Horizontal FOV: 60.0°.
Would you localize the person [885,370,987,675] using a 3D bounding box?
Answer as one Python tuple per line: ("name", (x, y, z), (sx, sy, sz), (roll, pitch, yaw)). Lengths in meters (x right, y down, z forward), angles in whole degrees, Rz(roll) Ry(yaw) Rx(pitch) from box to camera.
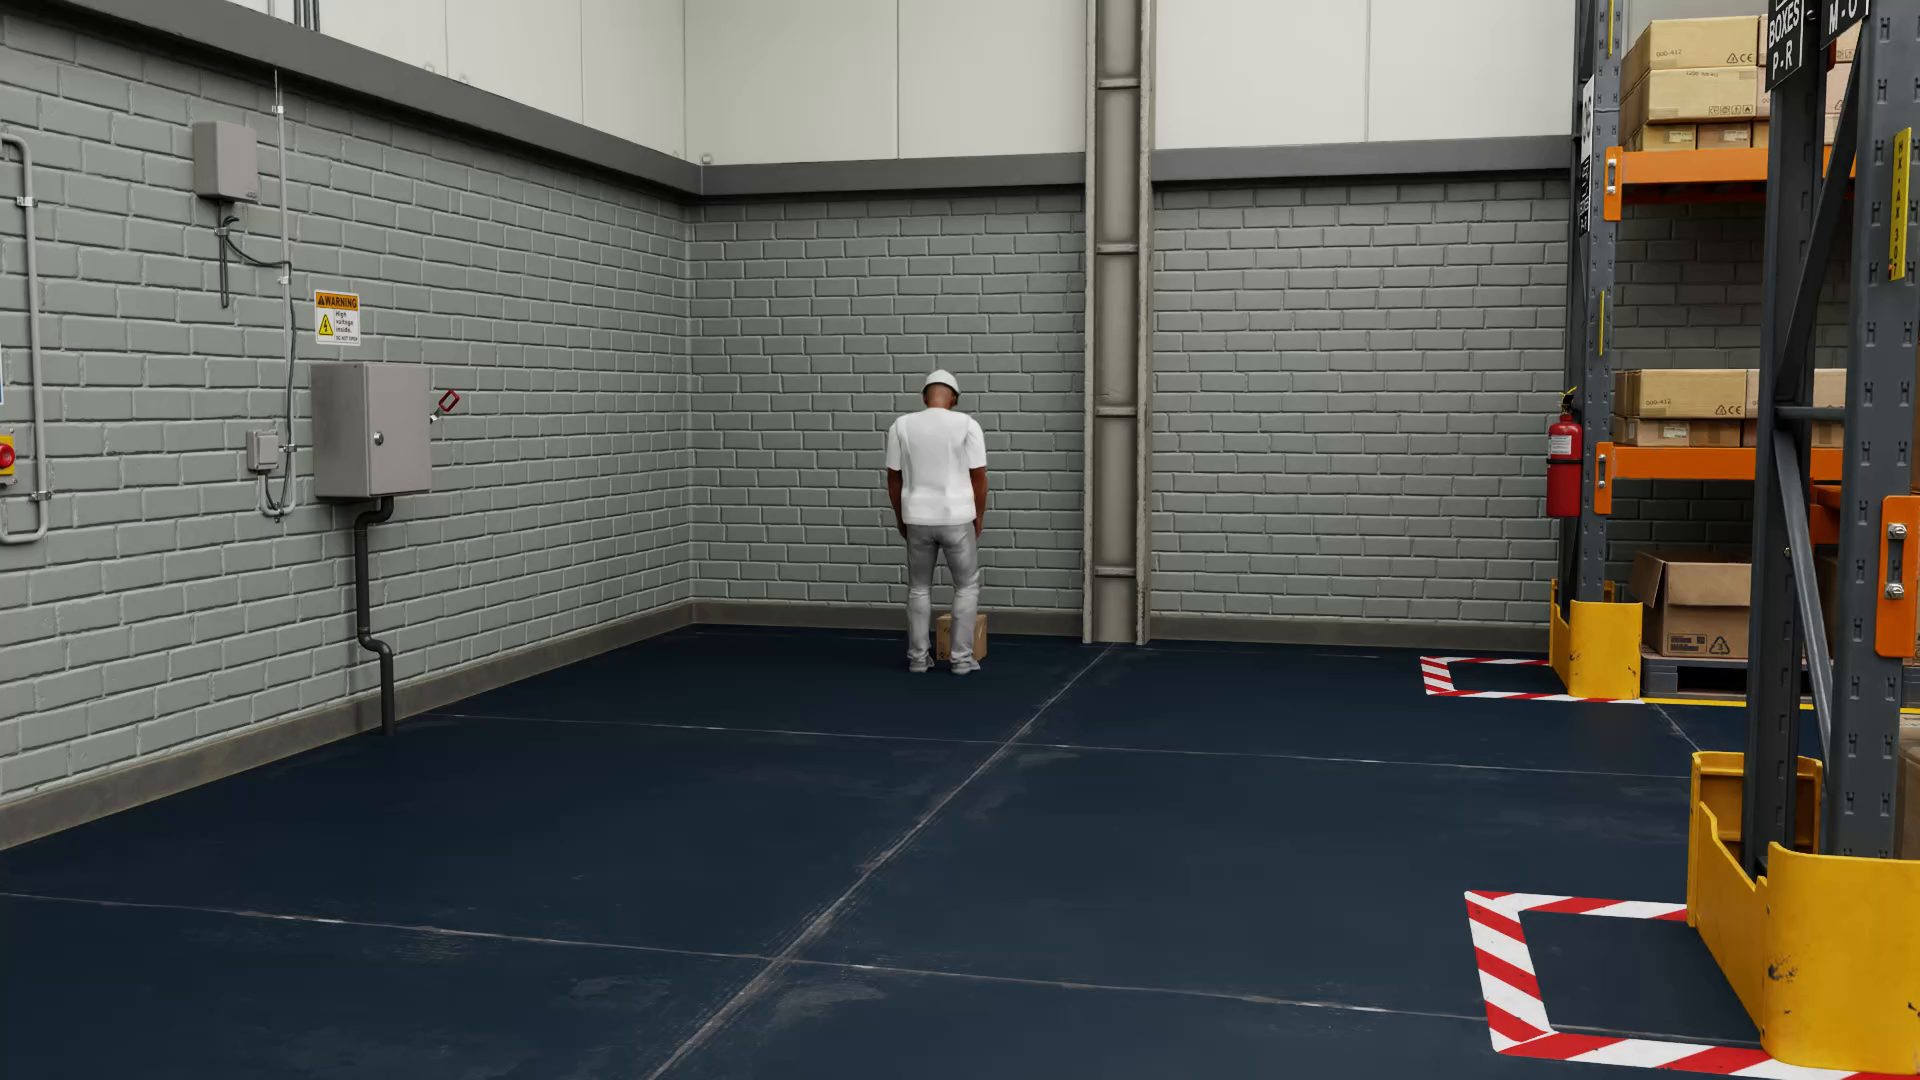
("person", (-0.128, -0.107, 9.474), (0.591, 1.718, 0.453), (1, 5, 15))
